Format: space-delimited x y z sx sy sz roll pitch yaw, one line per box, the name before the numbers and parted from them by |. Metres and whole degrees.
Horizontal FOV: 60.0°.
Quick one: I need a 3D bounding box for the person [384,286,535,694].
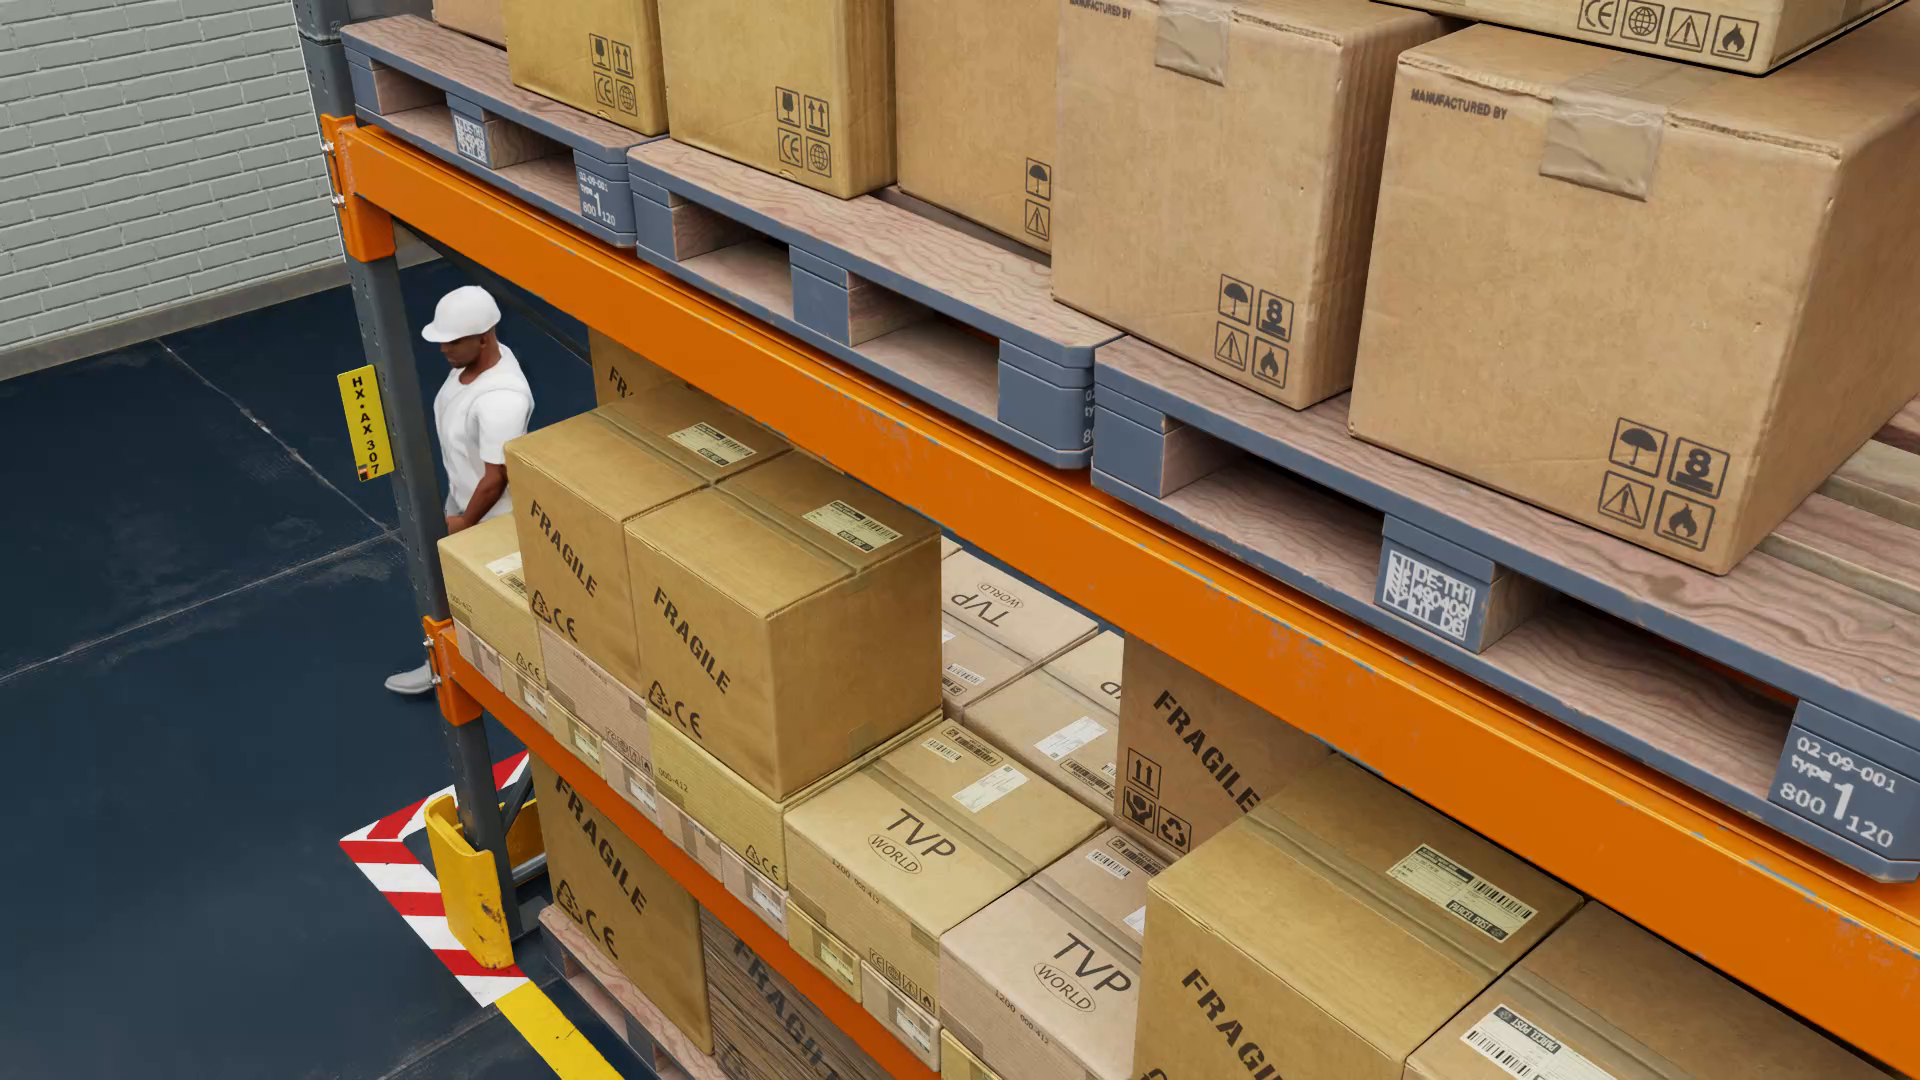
person | -1.848 -0.176 6.415 0.983 1.727 0.657 -17 36 -26
